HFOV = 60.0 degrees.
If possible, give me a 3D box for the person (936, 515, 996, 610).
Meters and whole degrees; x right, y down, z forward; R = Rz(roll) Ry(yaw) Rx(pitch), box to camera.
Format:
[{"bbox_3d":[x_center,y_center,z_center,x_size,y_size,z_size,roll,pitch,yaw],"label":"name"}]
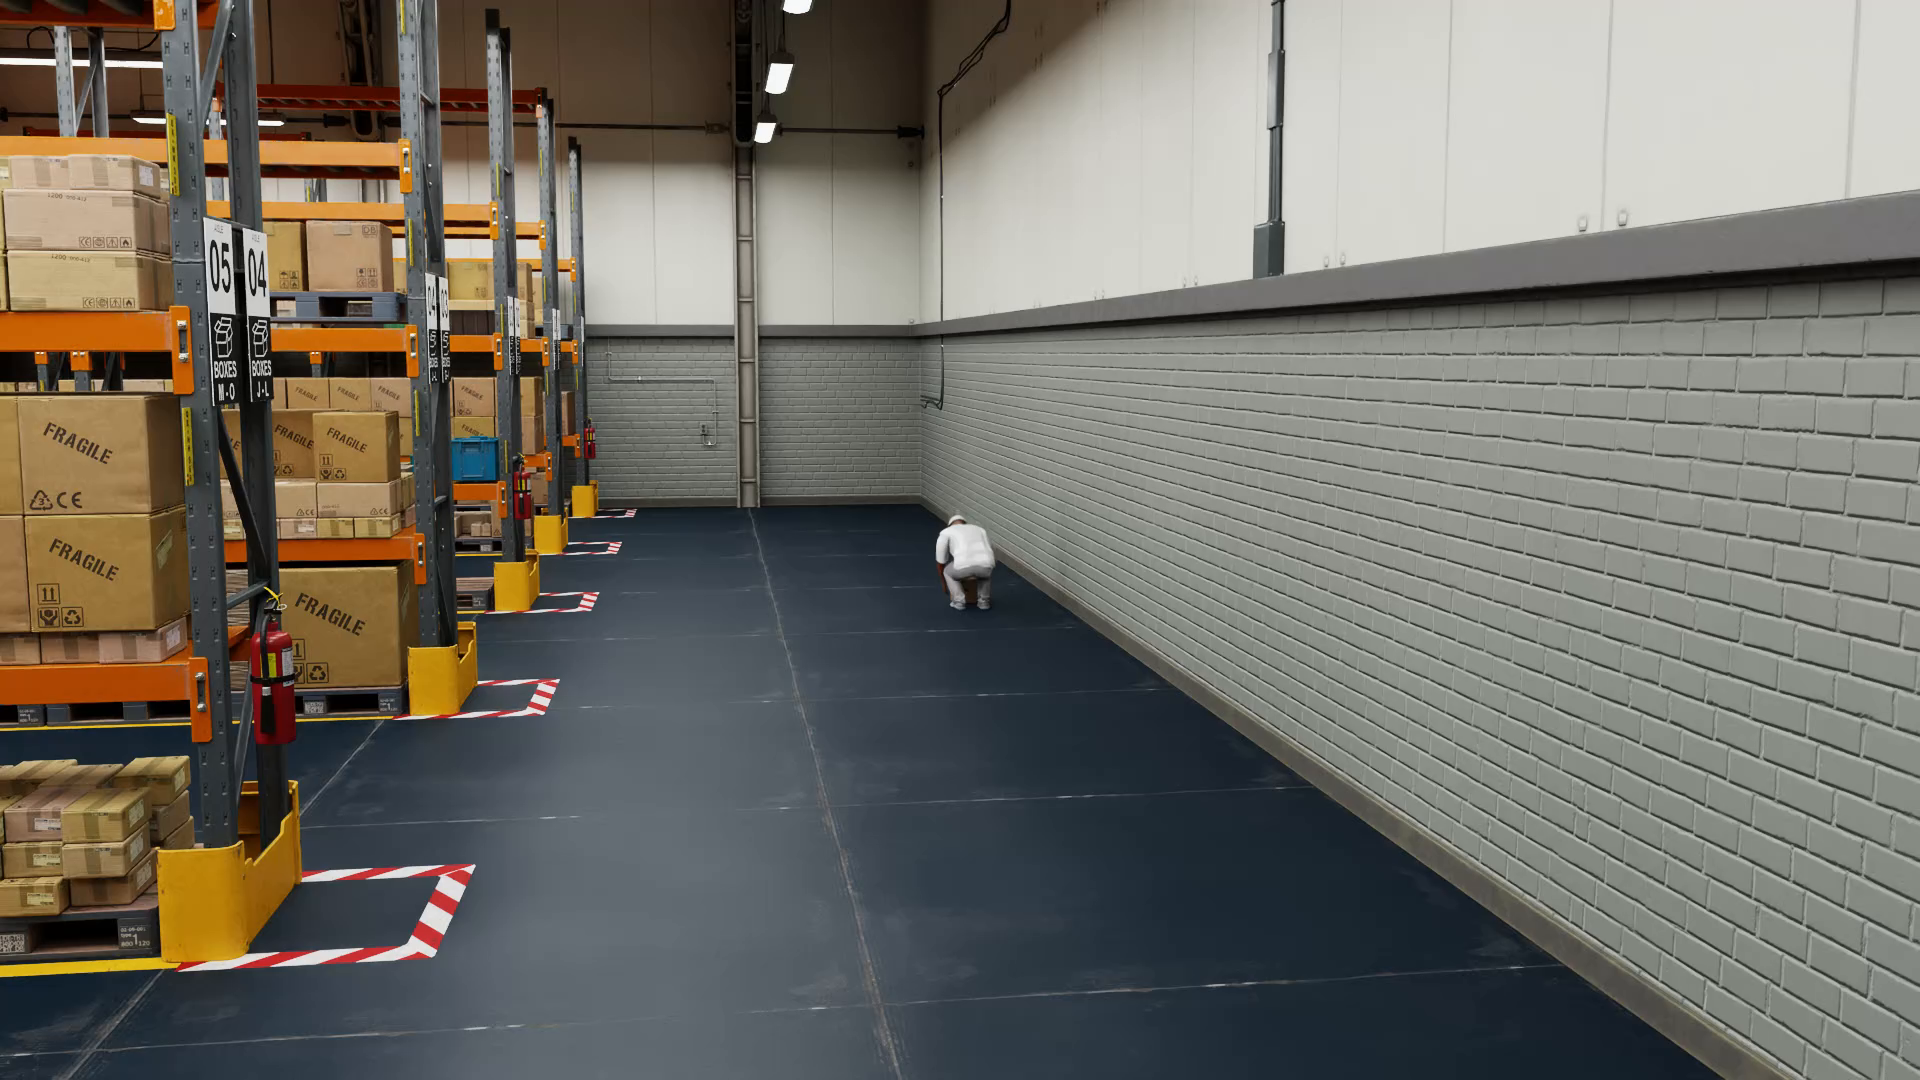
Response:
[{"bbox_3d":[0.053,0.234,17.308,0.569,0.926,0.896,-1,7,-9],"label":"person"}]
